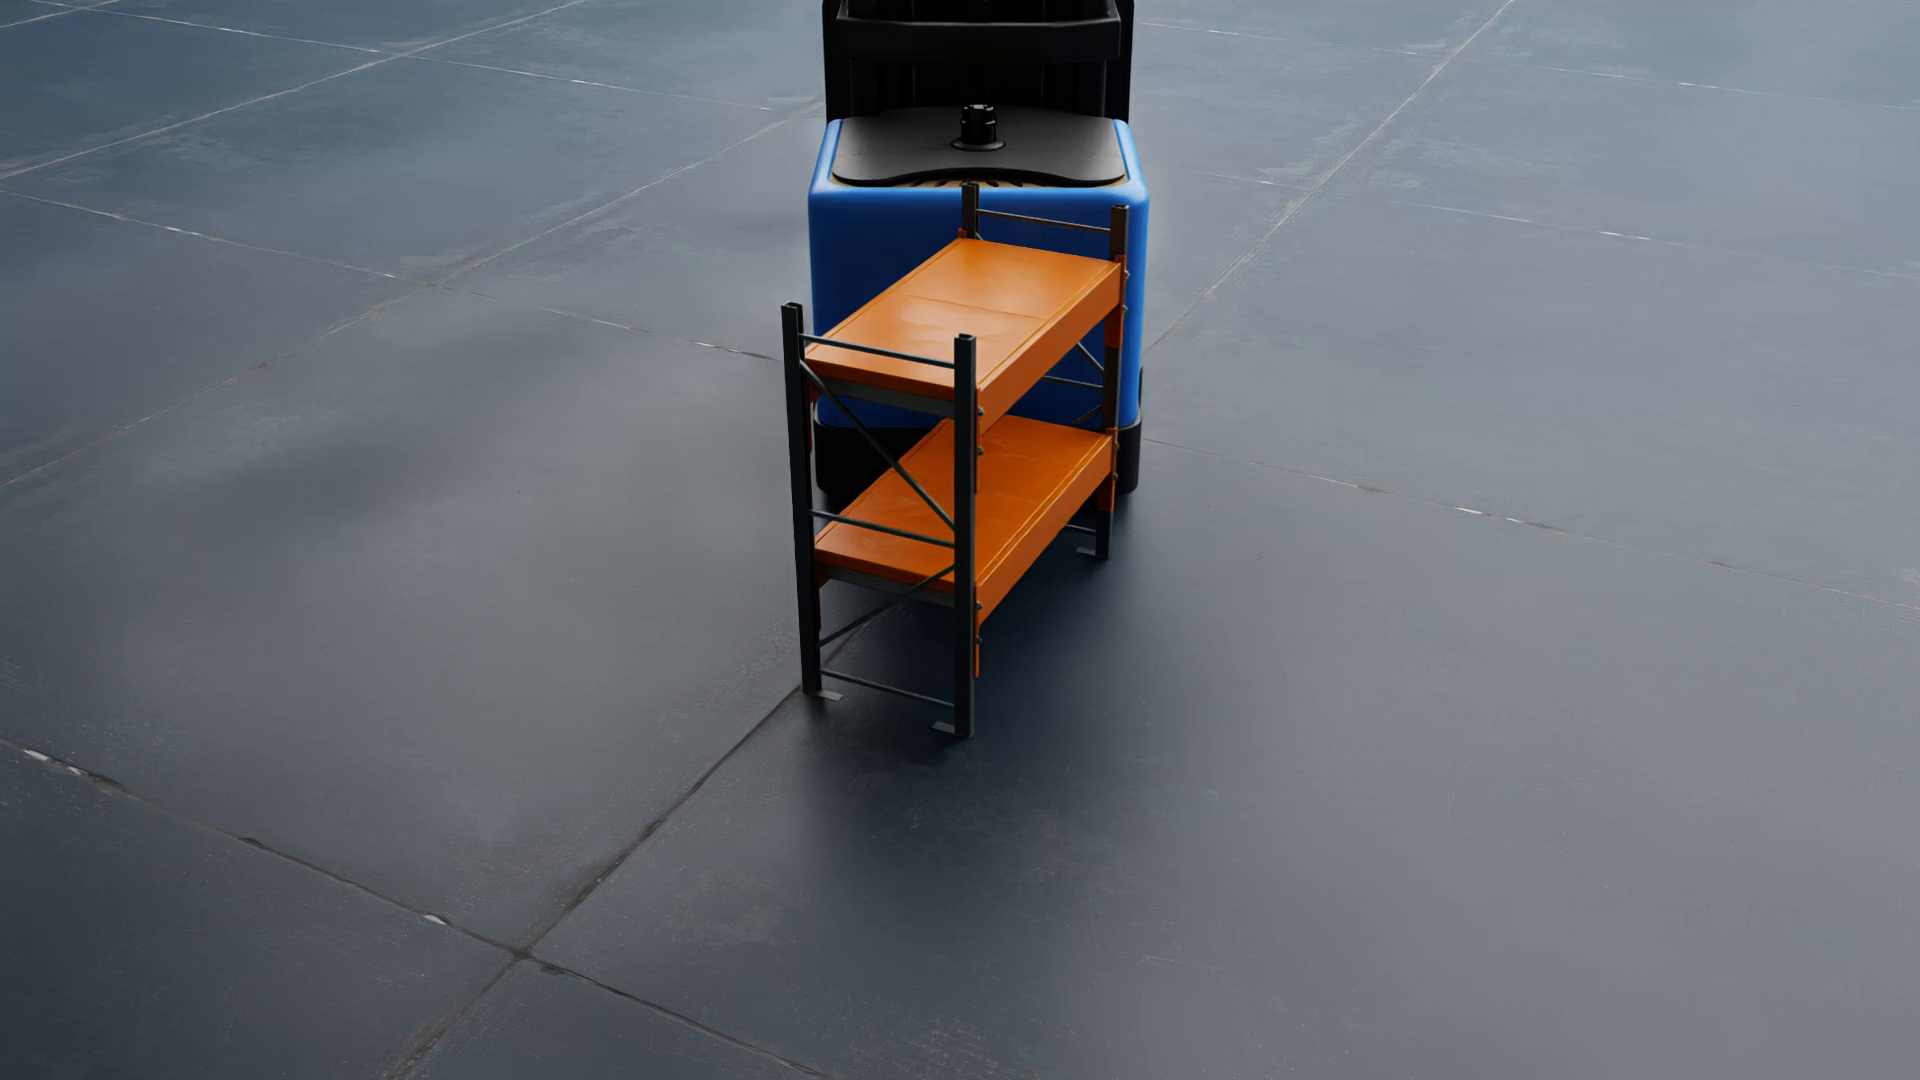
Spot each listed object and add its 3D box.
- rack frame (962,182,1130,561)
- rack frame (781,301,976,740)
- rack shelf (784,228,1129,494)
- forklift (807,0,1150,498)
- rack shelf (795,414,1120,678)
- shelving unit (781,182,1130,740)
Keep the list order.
[{"bbox_3d":[0.237,-0.484,4.963,0.500,1.125,0.032,13,32,22],"label":"rack frame"},{"bbox_3d":[-0.195,-0.026,4.165,0.500,1.125,0.032,13,32,22],"label":"rack frame"},{"bbox_3d":[0.021,-0.509,4.418,0.538,0.278,1.000,13,32,22],"label":"rack shelf"},{"bbox_3d":[0.064,-2.099,5.962,1.130,2.935,3.031,0,30,0],"label":"forklift"},{"bbox_3d":[0.021,-0.043,4.686,0.538,0.278,1.000,13,32,22],"label":"rack shelf"},{"bbox_3d":[0.021,-0.255,4.564,0.538,1.125,1.048,13,32,22],"label":"shelving unit"}]
